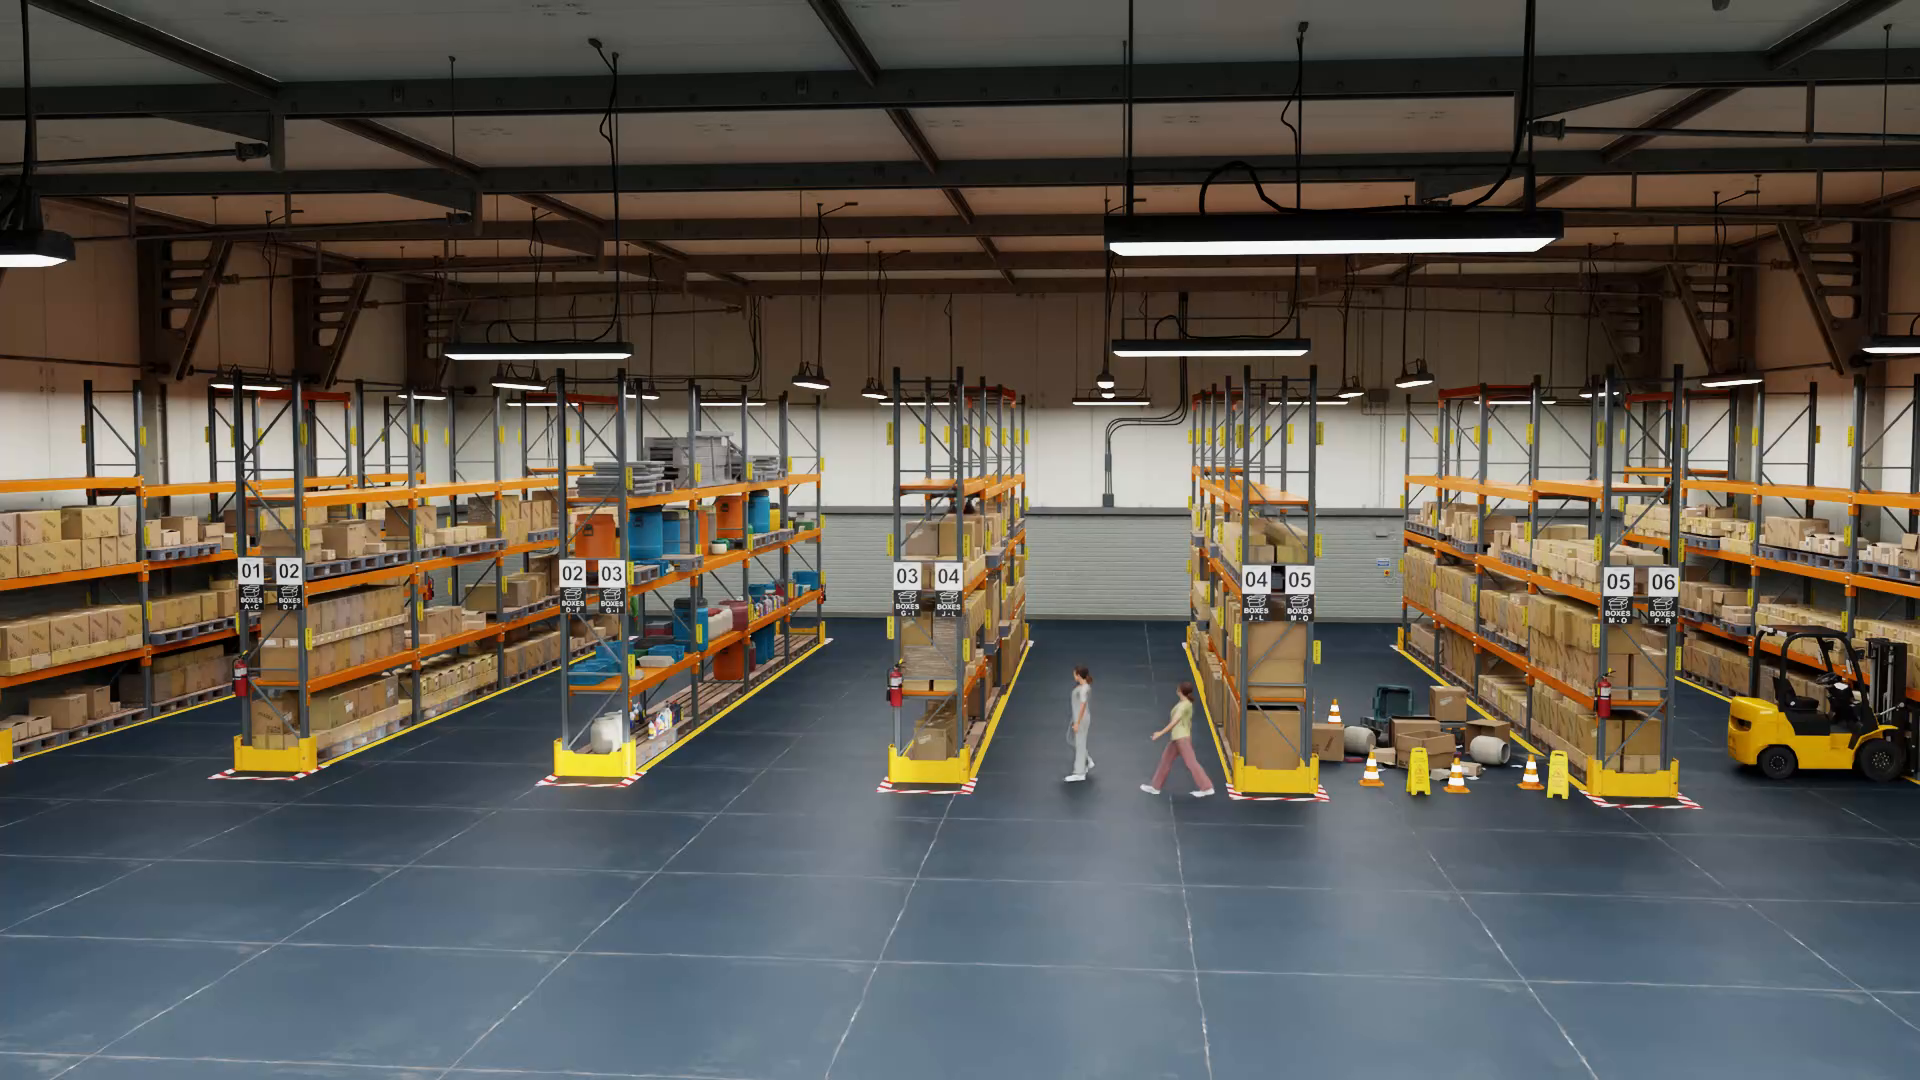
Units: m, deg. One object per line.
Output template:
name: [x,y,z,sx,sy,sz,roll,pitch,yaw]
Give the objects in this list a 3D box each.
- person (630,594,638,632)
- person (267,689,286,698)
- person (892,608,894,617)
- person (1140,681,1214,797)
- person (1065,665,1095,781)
person: [-8.466,1.471,42.764,0.604,1.742,1.056,-2,4,-34]
person: [-12.725,2.257,30.899,0.375,1.706,0.530,2,4,32]
person: [-1.213,1.858,36.712,0.627,1.647,1.028,0,4,5]
person: [3.019,2.754,23.087,1.042,1.605,0.492,1,4,13]
person: [1.748,2.646,24.287,0.492,1.677,0.536,0,4,-7]
